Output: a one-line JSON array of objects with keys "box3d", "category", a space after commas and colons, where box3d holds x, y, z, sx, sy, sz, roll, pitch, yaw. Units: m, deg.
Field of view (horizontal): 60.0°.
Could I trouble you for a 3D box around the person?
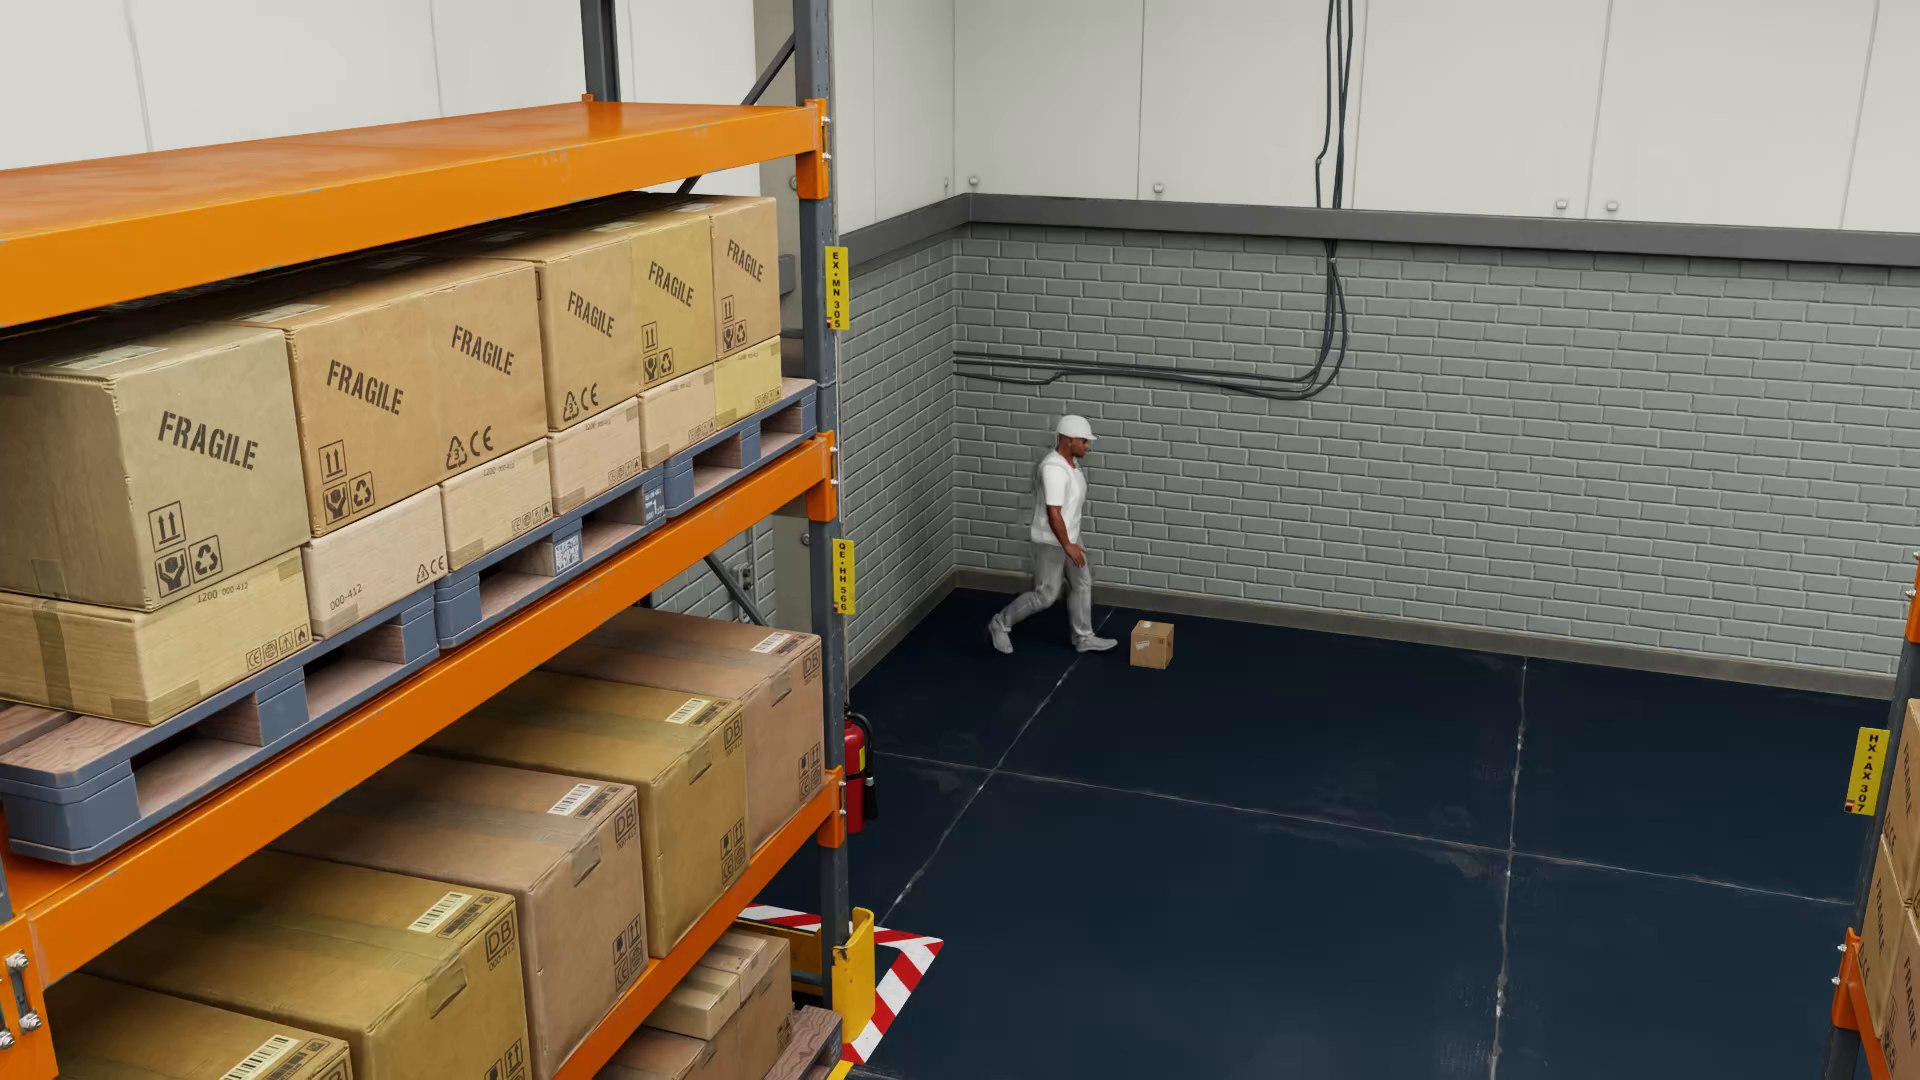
[{"box3d": [0.651, -0.018, 11.576, 0.890, 1.750, 0.582, 6, 20, 18], "category": "person"}]
